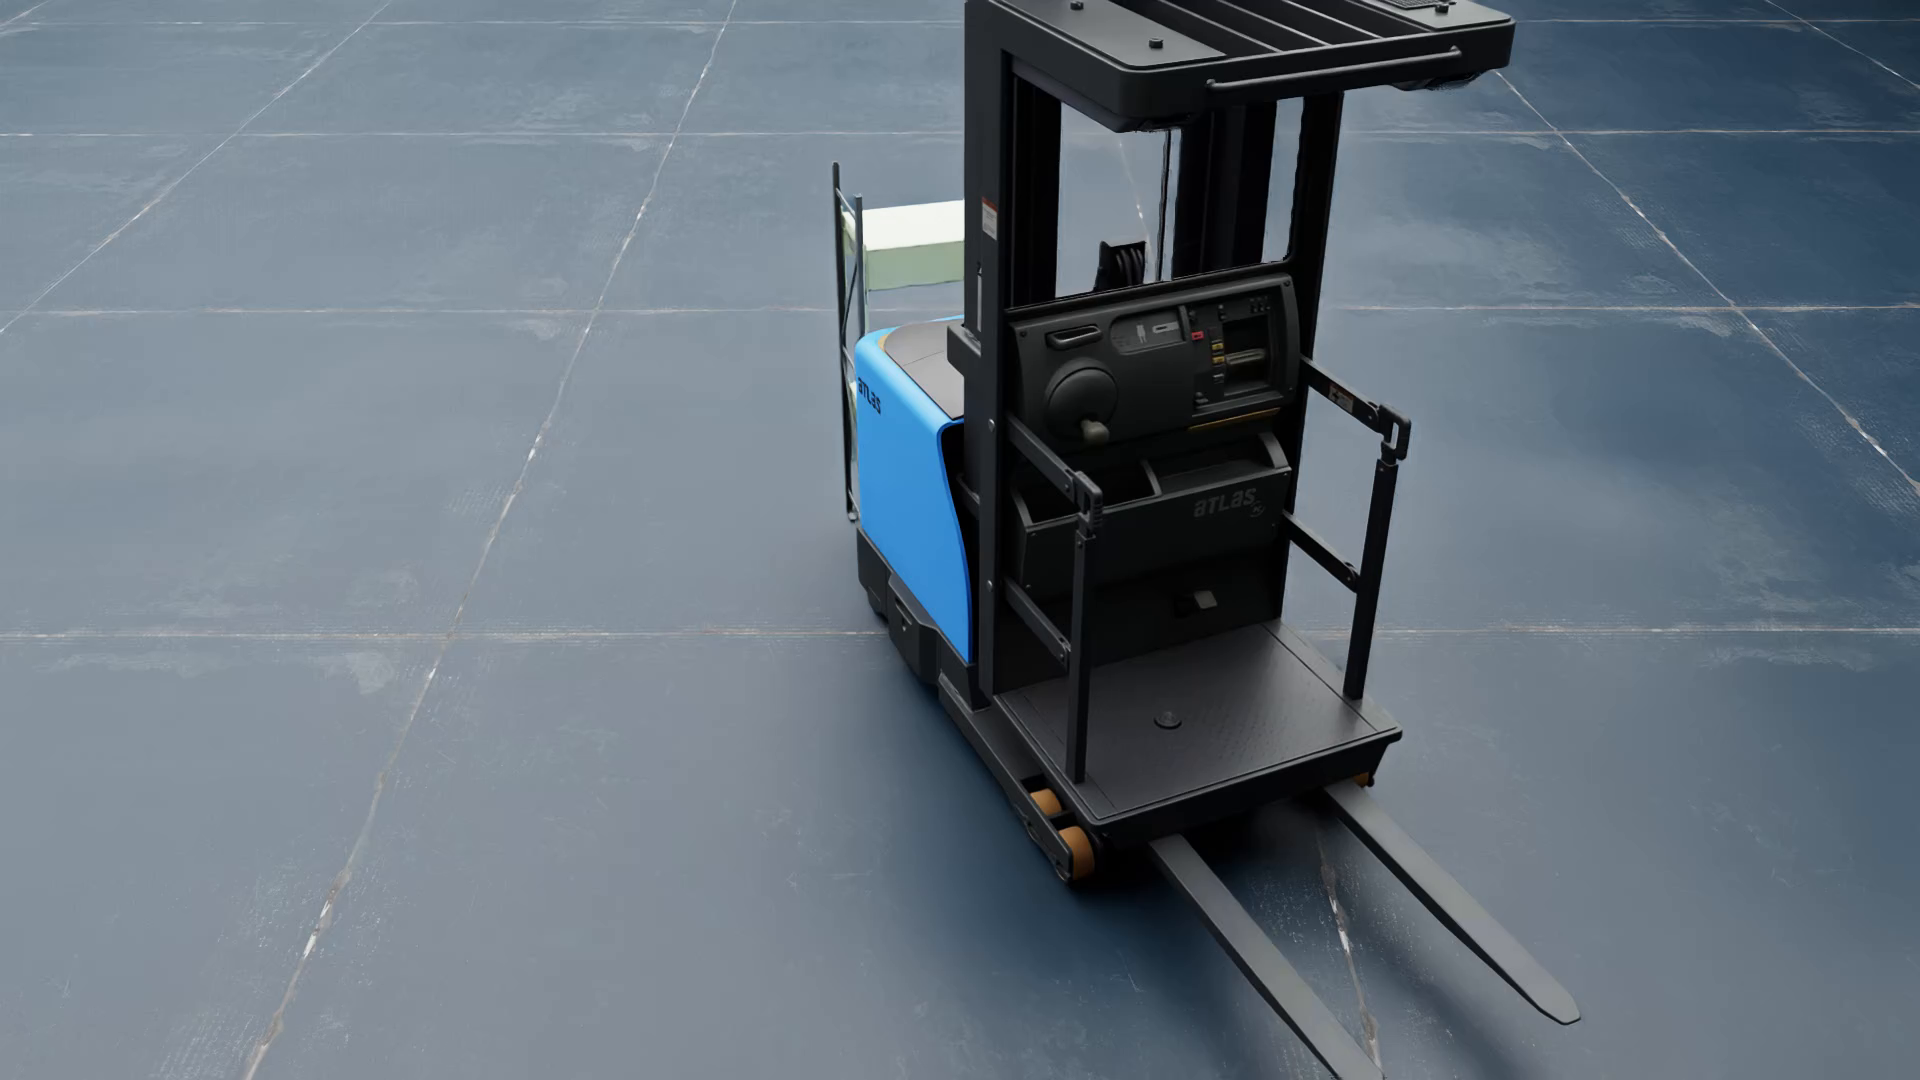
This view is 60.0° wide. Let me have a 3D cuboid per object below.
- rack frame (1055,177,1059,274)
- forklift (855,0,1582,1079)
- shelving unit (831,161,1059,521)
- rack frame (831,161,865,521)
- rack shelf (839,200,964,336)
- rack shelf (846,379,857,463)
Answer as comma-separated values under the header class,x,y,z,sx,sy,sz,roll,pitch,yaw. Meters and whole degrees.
class,x,y,z,sx,sy,sz,roll,pitch,yaw
rack frame,0.291,-0.772,6.577,0.023,1.500,0.400,-9,32,-14
forklift,0.679,-0.475,4.707,1.130,2.935,3.031,-13,34,-21
shelving unit,-0.060,-0.719,6.489,0.755,1.500,0.431,-9,32,-14
rack frame,-0.411,-0.665,6.401,0.023,1.500,0.400,-9,32,-14
rack shelf,-0.060,-1.052,6.286,0.720,0.370,0.431,-9,32,-14
rack shelf,-0.060,-0.440,6.658,0.720,0.370,0.431,-9,32,-14
